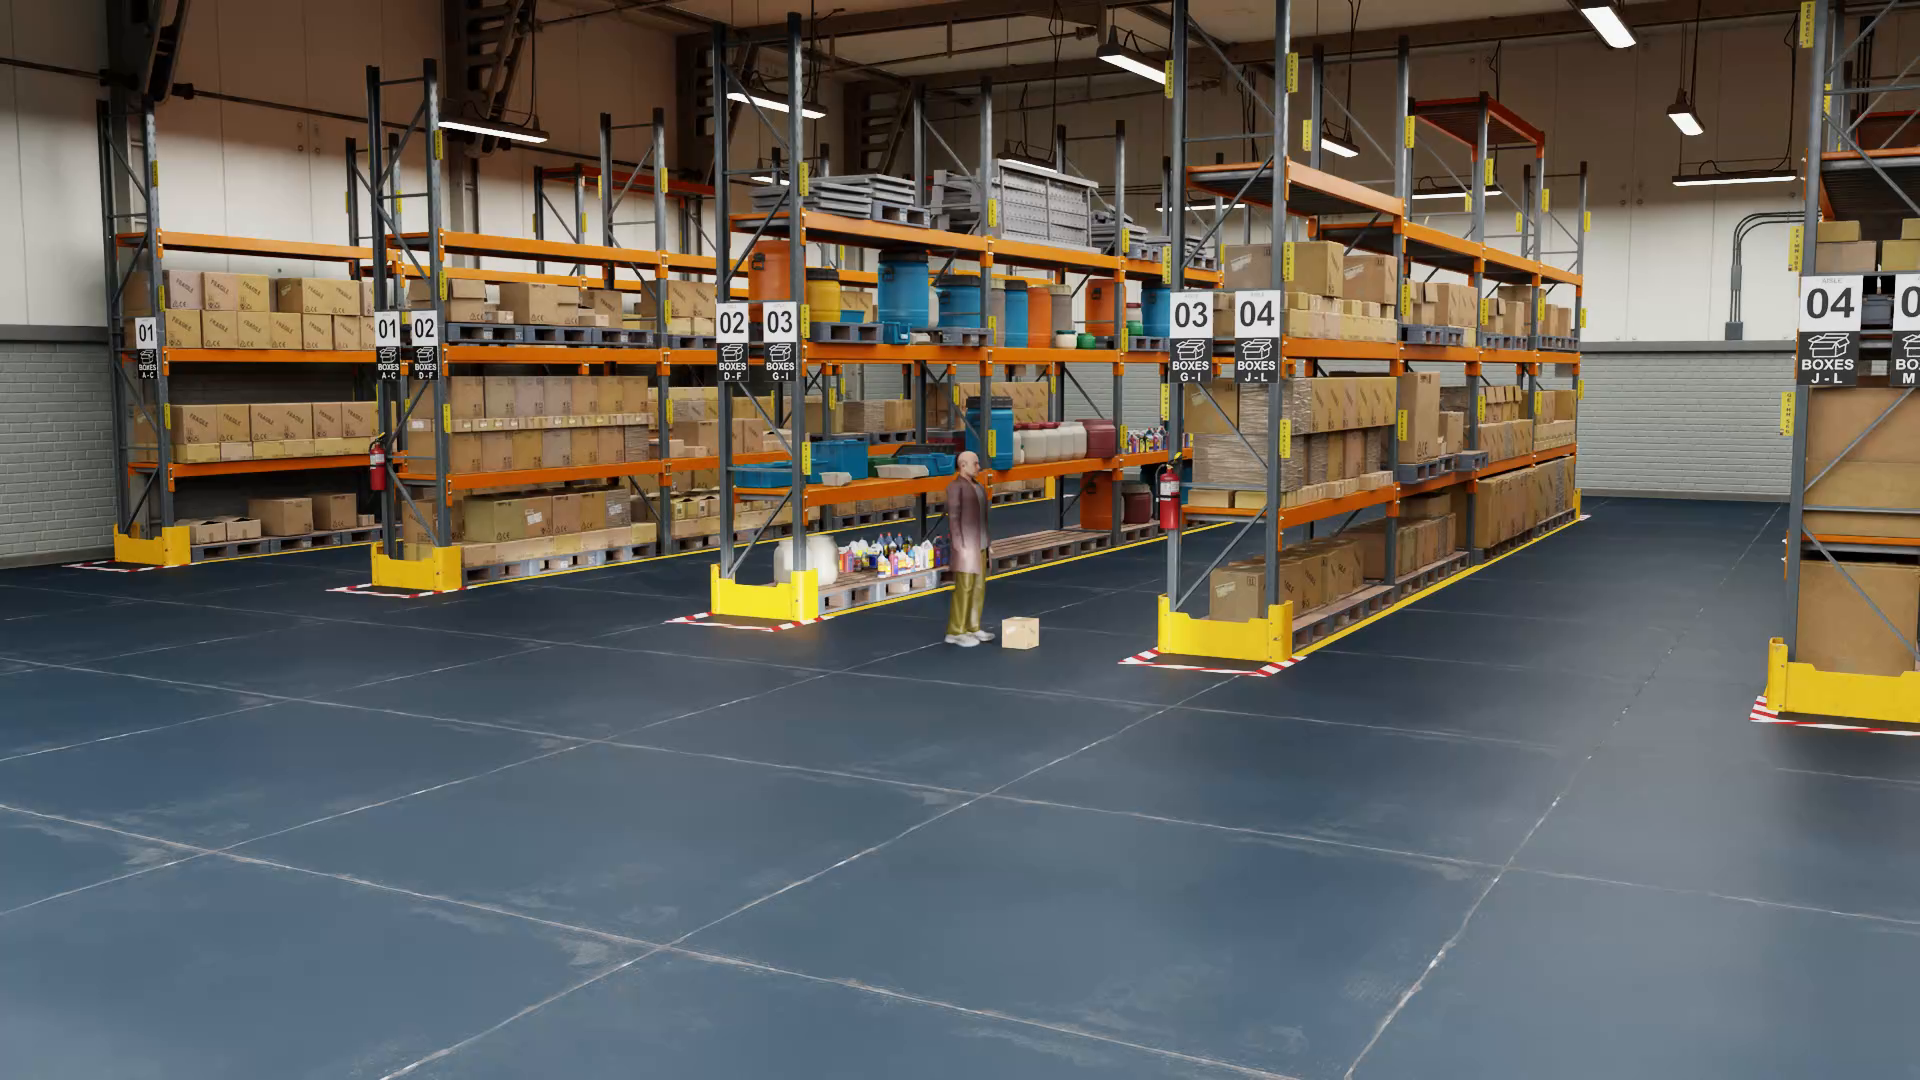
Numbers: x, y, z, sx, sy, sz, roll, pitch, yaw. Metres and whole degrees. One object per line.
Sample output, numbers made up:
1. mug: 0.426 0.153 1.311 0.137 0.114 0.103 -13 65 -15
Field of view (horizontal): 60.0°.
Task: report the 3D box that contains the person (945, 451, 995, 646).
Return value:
1. person: 0.102 0.068 15.422 0.379 1.781 0.563 3 7 30
